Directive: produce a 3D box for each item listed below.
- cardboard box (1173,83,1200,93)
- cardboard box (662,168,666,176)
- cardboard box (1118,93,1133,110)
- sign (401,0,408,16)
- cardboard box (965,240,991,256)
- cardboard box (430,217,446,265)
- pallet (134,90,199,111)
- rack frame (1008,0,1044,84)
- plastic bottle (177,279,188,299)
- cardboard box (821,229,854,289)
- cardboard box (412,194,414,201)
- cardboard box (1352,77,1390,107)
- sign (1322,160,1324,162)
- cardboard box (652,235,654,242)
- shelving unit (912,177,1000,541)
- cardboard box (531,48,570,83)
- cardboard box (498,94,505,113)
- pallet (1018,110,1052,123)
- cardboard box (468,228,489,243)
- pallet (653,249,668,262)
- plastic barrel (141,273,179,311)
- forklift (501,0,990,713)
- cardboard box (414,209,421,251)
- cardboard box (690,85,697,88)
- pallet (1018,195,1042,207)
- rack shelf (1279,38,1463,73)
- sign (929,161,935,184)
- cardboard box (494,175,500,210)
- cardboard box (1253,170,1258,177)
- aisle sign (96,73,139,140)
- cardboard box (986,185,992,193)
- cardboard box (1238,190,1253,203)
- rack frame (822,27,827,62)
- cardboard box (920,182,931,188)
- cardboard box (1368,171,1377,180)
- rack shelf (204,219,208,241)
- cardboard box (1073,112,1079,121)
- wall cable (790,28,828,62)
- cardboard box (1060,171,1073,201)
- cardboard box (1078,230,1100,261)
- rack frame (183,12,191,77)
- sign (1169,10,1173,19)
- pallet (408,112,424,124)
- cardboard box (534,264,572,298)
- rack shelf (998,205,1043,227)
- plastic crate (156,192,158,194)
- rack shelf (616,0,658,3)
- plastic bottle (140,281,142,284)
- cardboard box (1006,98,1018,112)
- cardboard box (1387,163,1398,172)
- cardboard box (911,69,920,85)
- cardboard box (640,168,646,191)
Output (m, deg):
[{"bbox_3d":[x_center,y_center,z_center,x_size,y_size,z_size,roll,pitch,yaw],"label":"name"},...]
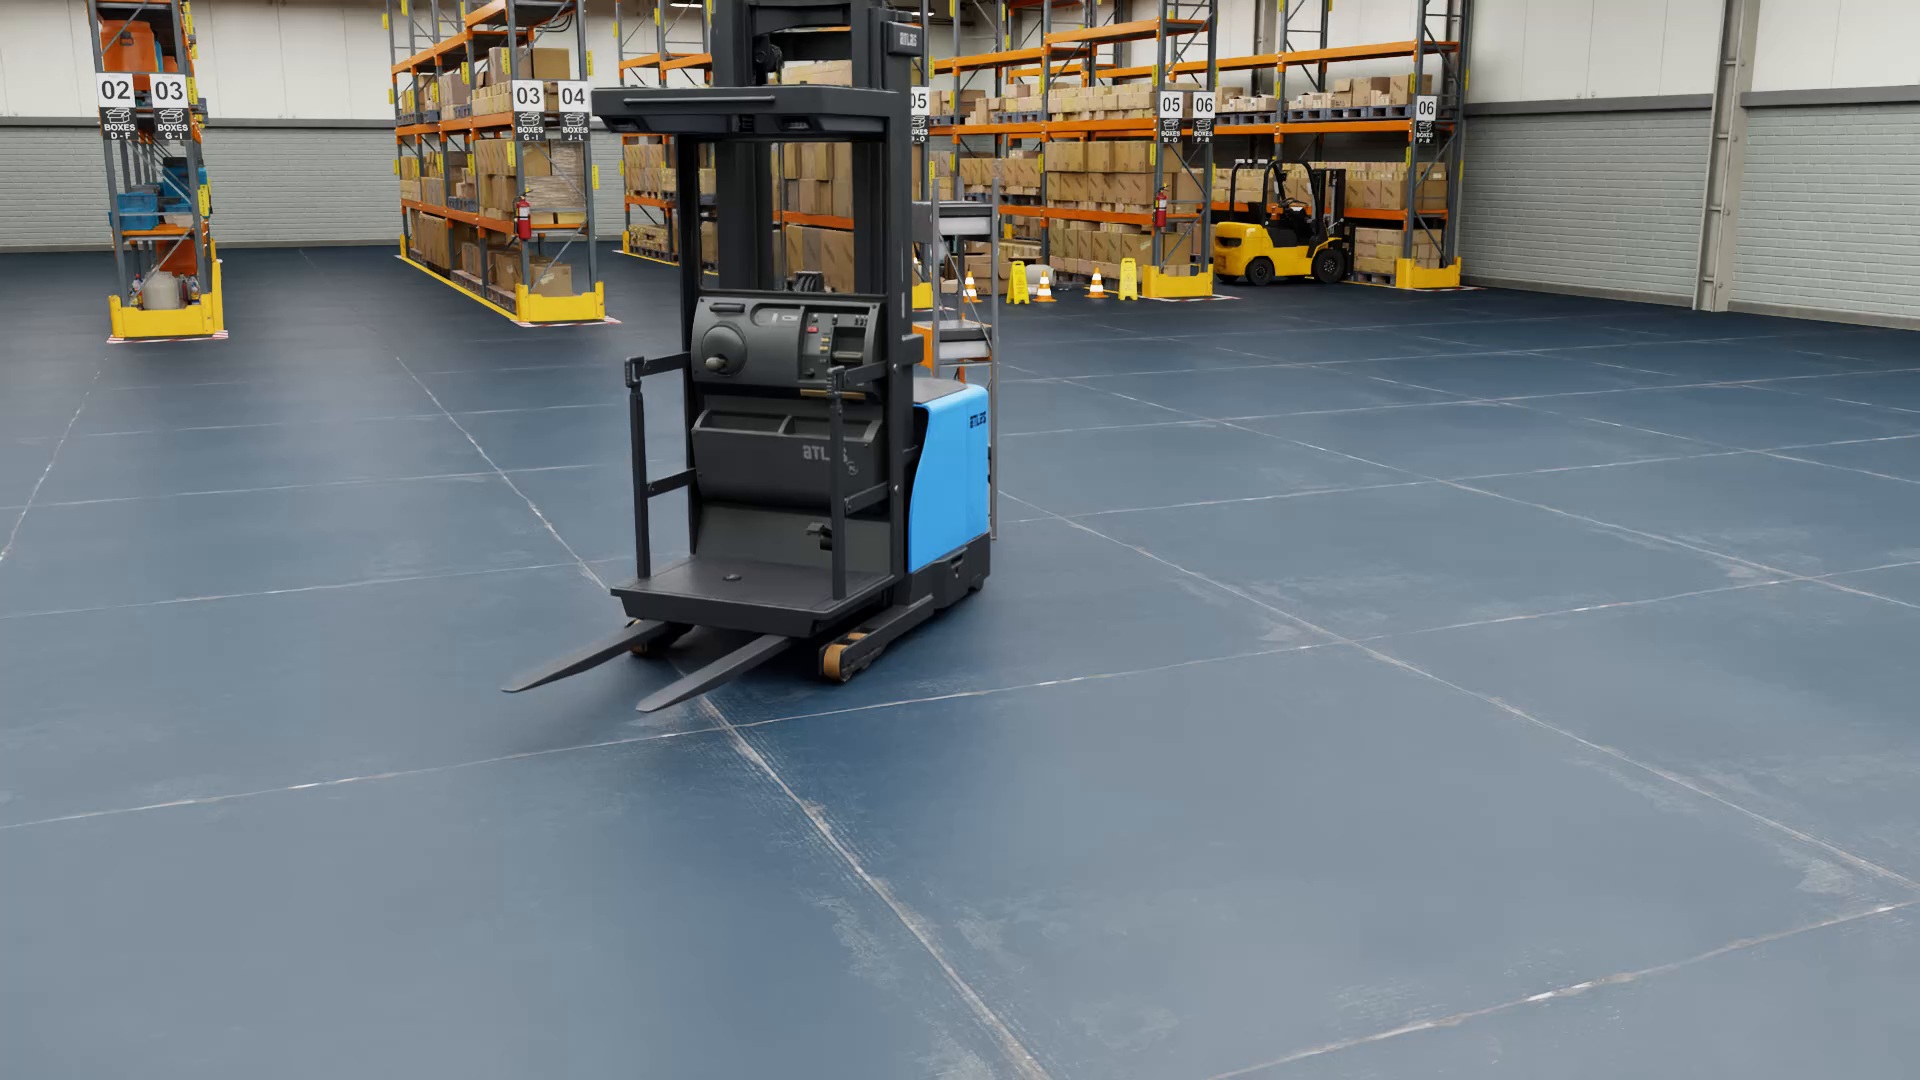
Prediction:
[{"bbox_3d":[3.604,-7.233,26.605,0.380,0.149,0.250,-6,14,-23],"label":"cardboard box"},{"bbox_3d":[-6.006,-7.674,34.681,0.380,0.149,0.250,-5,14,-20],"label":"cardboard box"},{"bbox_3d":[2.920,-7.133,27.060,0.500,0.250,0.500,-6,14,-24],"label":"cardboard box"},{"bbox_3d":[-10.846,-10.408,32.458,0.100,0.325,0.005,-6,14,-23],"label":"sign"},{"bbox_3d":[0.339,-5.224,29.654,0.500,0.500,0.500,-6,14,-23],"label":"cardboard box"},{"bbox_3d":[-9.332,-5.670,31.497,1.225,0.875,0.875,-6,14,-23],"label":"cardboard box"},{"bbox_3d":[-10.300,-5.620,21.267,1.003,0.211,1.213,-6,14,-23],"label":"pallet"},{"bbox_3d":[1.697,-12.091,42.155,1.000,3.000,0.127,-6,14,-23],"label":"rack frame"},{"bbox_3d":[-11.188,-3.620,23.922,0.152,0.276,0.135,-6,14,-23],"label":"plastic bottle"},{"bbox_3d":[-1.622,-4.431,26.142,0.875,0.875,0.875,-6,14,-24],"label":"cardboard box"},{"bbox_3d":[-11.162,-7.121,34.544,0.380,0.149,0.250,-5,14,-22],"label":"cardboard box"},{"bbox_3d":[7.387,-7.916,29.394,0.700,0.500,0.500,-6,14,-23],"label":"cardboard box"},{"bbox_3d":[7.012,-7.200,32.231,0.100,0.325,0.005,-6,14,-23],"label":"sign"},{"bbox_3d":[-6.622,-6.699,36.894,0.380,0.149,0.250,-6,14,-26],"label":"cardboard box"},{"bbox_3d":[-0.066,-1.057,9.781,0.431,2.100,0.503,-6,14,-23],"label":"shelving unit"},{"bbox_3d":[-5.868,-6.748,23.732,0.500,0.500,0.500,-6,14,-23],"label":"cardboard box"},{"bbox_3d":[-6.149,-6.086,23.195,0.500,0.250,0.500,-6,14,-23],"label":"cardboard box"},{"bbox_3d":[1.808,-7.747,30.454,1.213,0.211,1.003,-6,14,-23],"label":"pallet"},{"bbox_3d":[-8.429,-5.397,29.443,0.500,0.250,0.500,-5,14,-21],"label":"cardboard box"},{"bbox_3d":[-6.044,-6.202,36.198,1.003,0.211,1.213,-6,14,-23],"label":"pallet"},{"bbox_3d":[-10.392,-3.193,21.598,0.421,0.512,0.421,0,13,0],"label":"plastic barrel"},{"bbox_3d":[-0.876,-0.921,7.348,1.130,2.935,3.031,5,14,22],"label":"forklift"},{"bbox_3d":[-11.235,-6.681,35.863,0.875,0.875,0.875,-6,14,-23],"label":"cardboard box"},{"bbox_3d":[-5.074,-8.805,32.691,0.396,0.266,0.258,-6,14,-23],"label":"cardboard box"},{"bbox_3d":[1.785,-6.318,30.939,1.003,0.211,1.213,-6,14,-23],"label":"pallet"},{"bbox_3d":[7.305,-8.653,29.784,1.077,0.370,4.000,-6,14,-23],"label":"rack shelf"},{"bbox_3d":[-0.424,-5.455,24.691,0.100,0.325,0.005,-6,14,-23],"label":"sign"},{"bbox_3d":[-6.376,-5.132,24.511,0.875,0.500,0.500,-6,14,-23],"label":"cardboard box"},{"bbox_3d":[5.994,-7.211,32.715,0.380,0.149,0.250,-6,14,-23],"label":"cardboard box"},{"bbox_3d":[-10.302,-5.296,20.334,0.394,0.787,0.004,-6,14,-23],"label":"aisle sign"},{"bbox_3d":[0.724,-6.841,32.402,0.380,0.149,0.250,-5,14,-20],"label":"cardboard box"},{"bbox_3d":[5.856,-6.800,32.930,0.500,0.250,0.500,-6,14,-23],"label":"cardboard box"},{"bbox_3d":[-2.849,-11.642,40.214,1.000,3.000,0.127,-6,14,-23],"label":"rack frame"},{"bbox_3d":[-0.504,-7.524,34.948,0.500,0.250,0.500,-6,14,-24],"label":"cardboard box"},{"bbox_3d":[7.444,-6.435,29.362,0.380,0.149,0.250,-6,14,-23],"label":"cardboard box"},{"bbox_3d":[-12.462,-4.960,26.245,1.077,0.370,4.000,-6,14,-23],"label":"rack shelf"},{"bbox_3d":[2.176,-7.337,28.822,0.380,0.149,0.250,-5,14,-21],"label":"cardboard box"},{"bbox_3d":[-4.696,-12.859,45.473,2.355,3.000,0.029,-6,14,-23],"label":"wall cable"},{"bbox_3d":[2.101,-6.216,29.193,0.500,0.500,0.500,-6,14,-23],"label":"cardboard box"},{"bbox_3d":[2.378,-5.107,28.788,0.500,0.500,0.500,-5,14,-20],"label":"cardboard box"},{"bbox_3d":[-13.263,-8.647,27.273,1.000,3.000,0.127,-6,14,-23],"label":"rack frame"},{"bbox_3d":[4.409,-10.881,34.679,0.100,0.325,0.005,-6,14,-23],"label":"sign"},{"bbox_3d":[-10.645,-8.586,33.859,1.003,0.211,1.213,-6,14,-23],"label":"pallet"},{"bbox_3d":[-5.755,-3.636,23.539,0.500,0.500,0.500,-3,13,-13],"label":"cardboard box"},{"bbox_3d":[1.156,-6.303,32.045,1.077,0.370,4.000,-6,14,-23],"label":"rack shelf"},{"bbox_3d":[-12.388,-5.090,25.243,0.392,0.384,0.575,-6,14,-23],"label":"plastic crate"},{"bbox_3d":[-6.543,-12.029,36.113,1.077,0.370,4.000,-6,14,-23],"label":"rack shelf"},{"bbox_3d":[-11.549,-3.512,23.469,0.097,0.271,0.097,0,13,0],"label":"plastic bottle"},{"bbox_3d":[1.189,-8.151,31.184,0.500,0.250,0.500,-5,14,-22],"label":"cardboard box"},{"bbox_3d":[7.643,-6.475,28.876,0.380,0.149,0.250,-6,14,-23],"label":"cardboard box"},{"bbox_3d":[-0.893,-6.855,24.704,0.500,0.250,0.500,-6,14,-23],"label":"cardboard box"},{"bbox_3d":[-6.786,-8.012,36.953,0.500,0.500,0.500,-6,14,-24],"label":"cardboard box"}]
